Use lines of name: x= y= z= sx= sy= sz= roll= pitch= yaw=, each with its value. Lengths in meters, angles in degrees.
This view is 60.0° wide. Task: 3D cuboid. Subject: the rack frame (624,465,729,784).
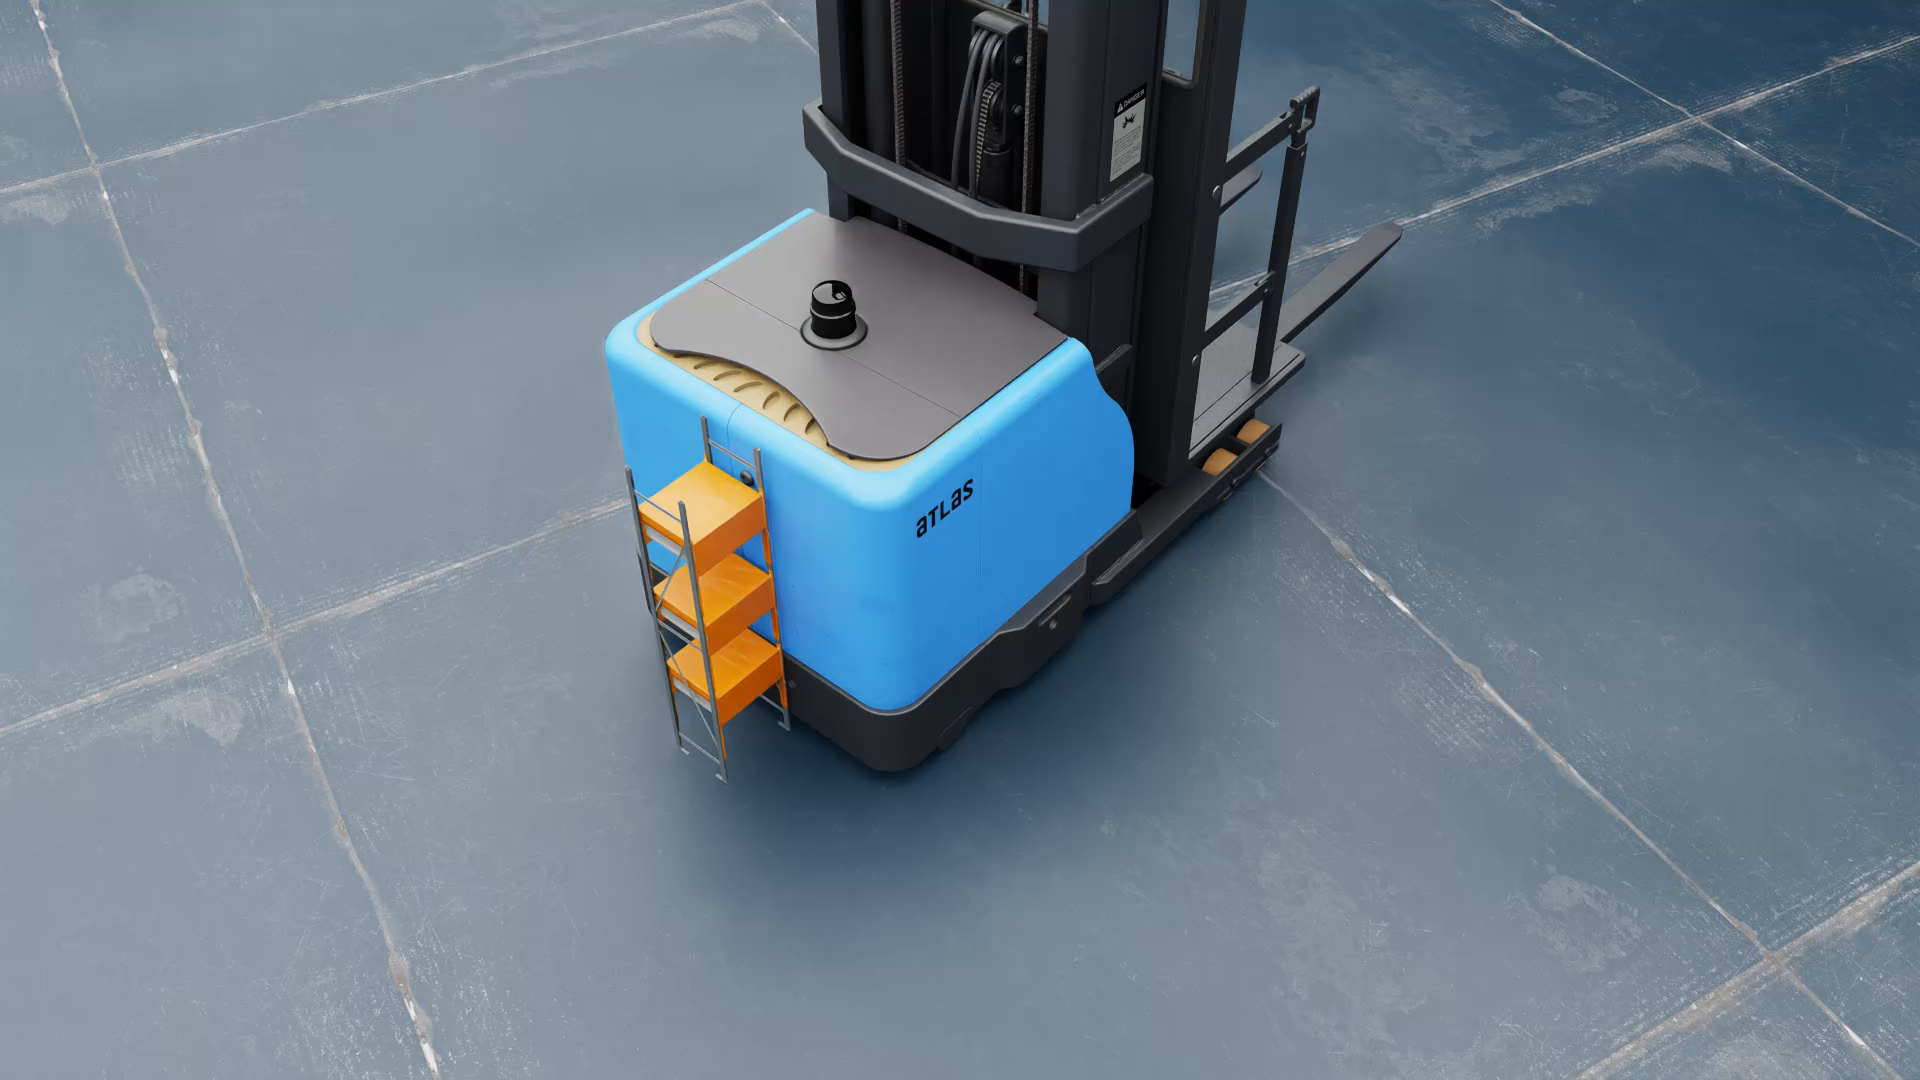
rack frame: x=-0.713 y=0.247 z=4.241 sx=0.200 sy=1.050 sz=0.008 roll=30 pitch=52 yaw=28

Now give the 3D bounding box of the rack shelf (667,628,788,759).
rack shelf: x=-0.634 y=0.389 z=4.509 sx=0.215 sy=0.259 sz=0.240 roll=30 pitch=52 yaw=28

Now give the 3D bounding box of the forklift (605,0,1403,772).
forklift: x=0.401 y=-1.383 z=4.571 sx=1.130 sy=2.935 sz=3.031 roll=30 pitch=52 yaw=28

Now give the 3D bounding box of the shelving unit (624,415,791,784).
shelving unit: x=-0.634 y=0.182 z=4.308 sx=0.215 sy=1.050 sz=0.252 roll=30 pitch=52 yaw=28

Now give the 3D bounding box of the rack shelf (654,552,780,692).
rack shelf: x=-0.634 y=0.190 z=4.316 sx=0.215 sy=0.259 sz=0.240 roll=30 pitch=52 yaw=28

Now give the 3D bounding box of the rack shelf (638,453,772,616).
rack shelf: x=-0.634 y=-0.014 z=4.118 sx=0.215 sy=0.259 sz=0.240 roll=30 pitch=52 yaw=28

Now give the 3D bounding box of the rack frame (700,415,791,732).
rack frame: x=-0.556 y=0.117 z=4.375 sx=0.200 sy=1.050 sz=0.008 roll=30 pitch=52 yaw=28
